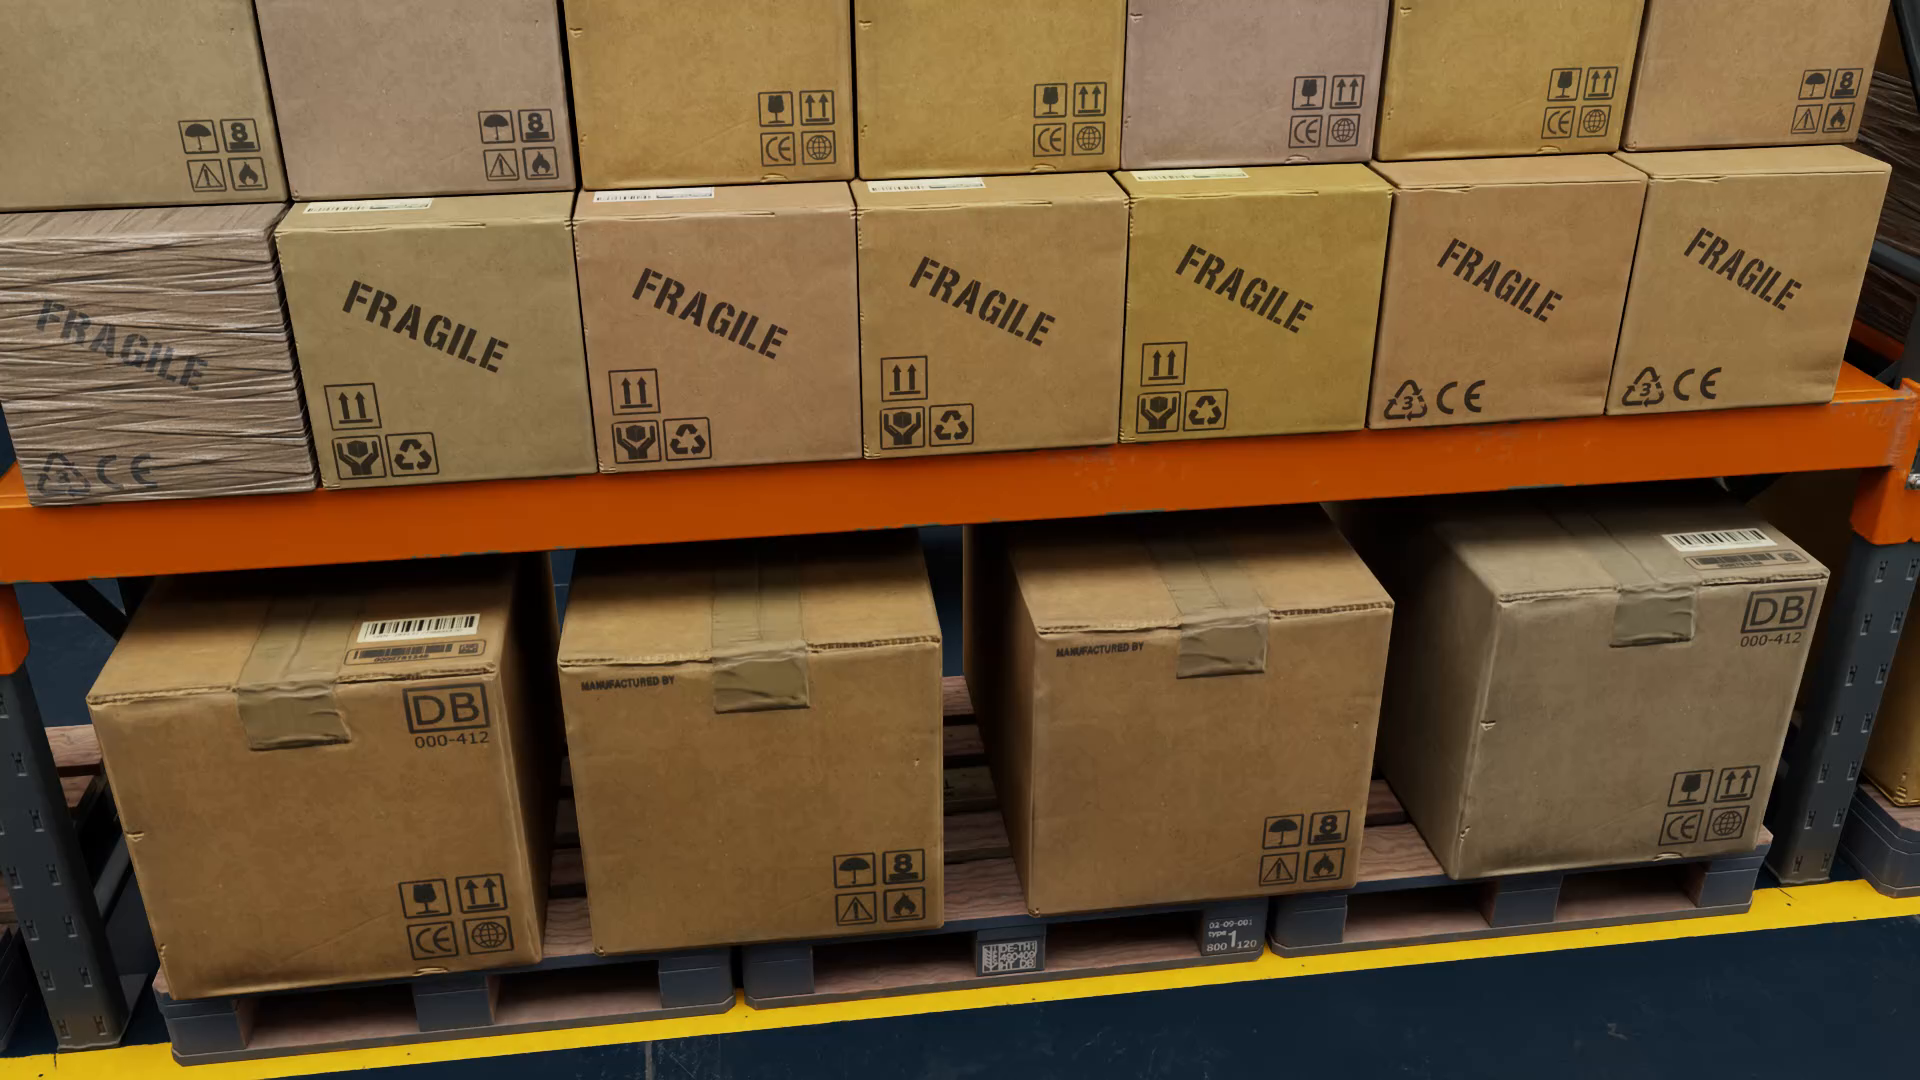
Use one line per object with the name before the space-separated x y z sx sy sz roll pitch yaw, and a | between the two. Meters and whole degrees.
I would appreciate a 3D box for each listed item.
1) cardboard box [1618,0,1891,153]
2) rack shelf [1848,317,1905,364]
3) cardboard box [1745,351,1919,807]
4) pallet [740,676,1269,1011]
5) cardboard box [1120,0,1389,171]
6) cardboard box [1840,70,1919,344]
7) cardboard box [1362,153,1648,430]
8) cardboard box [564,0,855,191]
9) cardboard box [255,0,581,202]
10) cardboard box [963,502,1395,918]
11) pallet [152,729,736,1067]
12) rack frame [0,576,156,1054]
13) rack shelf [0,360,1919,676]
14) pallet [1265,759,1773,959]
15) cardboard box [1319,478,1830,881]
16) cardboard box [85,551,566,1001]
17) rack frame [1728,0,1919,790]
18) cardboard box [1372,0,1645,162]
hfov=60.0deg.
cardboard box | 1.518 -1.165 3.530 0.500 0.500 0.700 -4 27 -8
rack shelf | 3.990 -0.636 4.199 3.809 0.052 0.919 -4 27 -7
cardboard box | 2.642 0.040 4.253 0.875 0.875 0.875 -3 27 -6
pallet | -1.744 -0.368 6.237 4.108 0.211 6.107 -4 27 -7
cardboard box | 0.509 -1.099 3.402 0.500 0.500 0.700 -3 27 -7
cardboard box | 2.373 -0.805 3.869 0.550 0.550 0.875 -4 27 -7
cardboard box | 1.029 -0.568 3.462 0.500 0.500 0.500 -4 27 -8
cardboard box | -0.498 -1.035 3.277 0.500 0.500 0.700 -4 27 -8
cardboard box | -1.005 -1.001 3.211 0.500 0.500 0.700 -4 27 -8
cardboard box | 0.451 0.244 3.993 0.750 0.750 1.050 -4 27 -7
pallet | -1.161 0.769 4.020 1.213 0.211 1.003 -4 27 -7
rack frame | -1.952 -0.455 3.352 0.127 3.000 1.000 -4 27 -7
rack shelf | 0.029 -0.262 3.764 4.000 0.370 1.077 -4 27 -7
pallet | 1.255 0.614 4.322 1.213 0.211 1.003 -4 27 -7
cardboard box | 1.407 0.185 4.109 0.750 0.750 1.050 -4 27 -7
cardboard box | -1.336 0.361 3.766 0.750 0.750 1.050 -4 27 -8
rack frame | 2.009 -0.708 3.845 0.053 2.616 0.949 -4 27 -7
cardboard box | 1.009 -1.131 3.464 0.500 0.500 0.700 -4 27 -8
